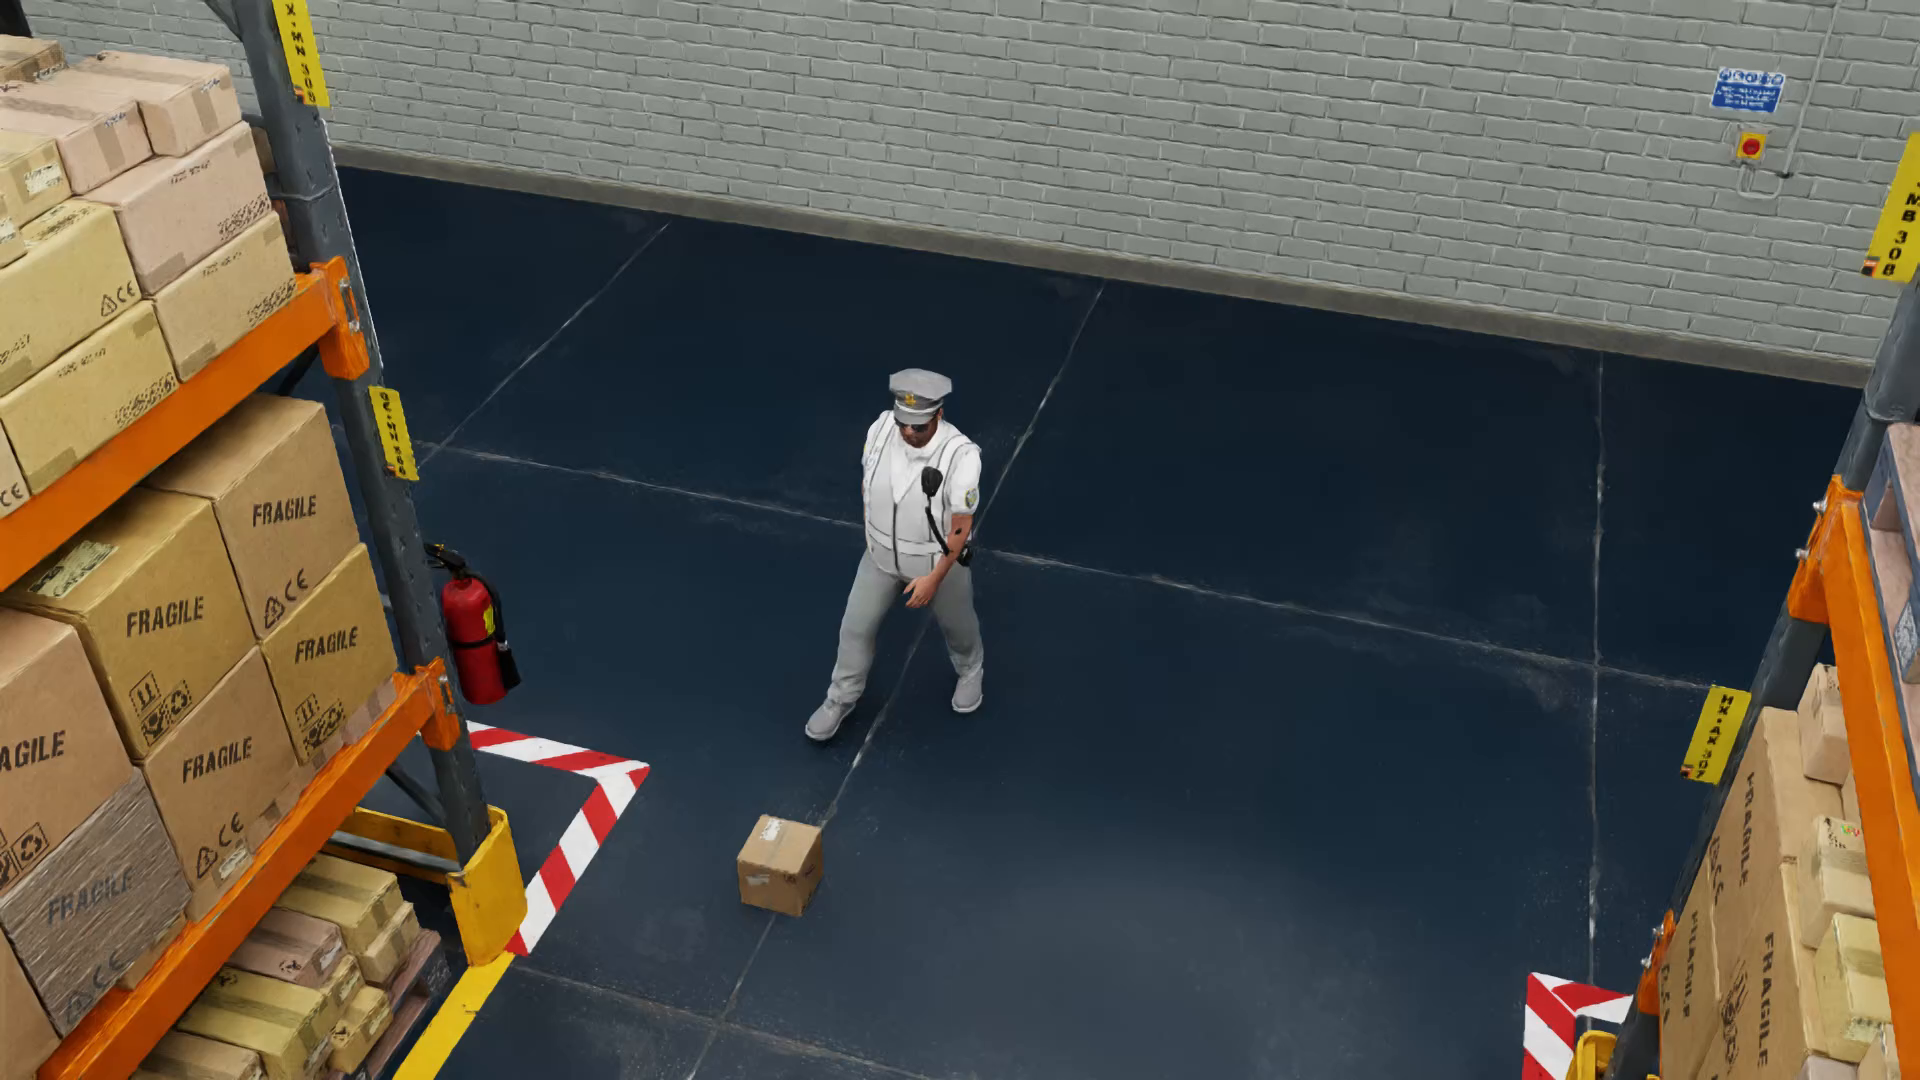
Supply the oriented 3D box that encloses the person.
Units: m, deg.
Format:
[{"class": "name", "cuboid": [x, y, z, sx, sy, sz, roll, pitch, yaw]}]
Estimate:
[{"class": "person", "cuboid": [-0.242, 0.059, 6.800, 0.660, 1.713, 0.753, 14, 39, 18]}]
